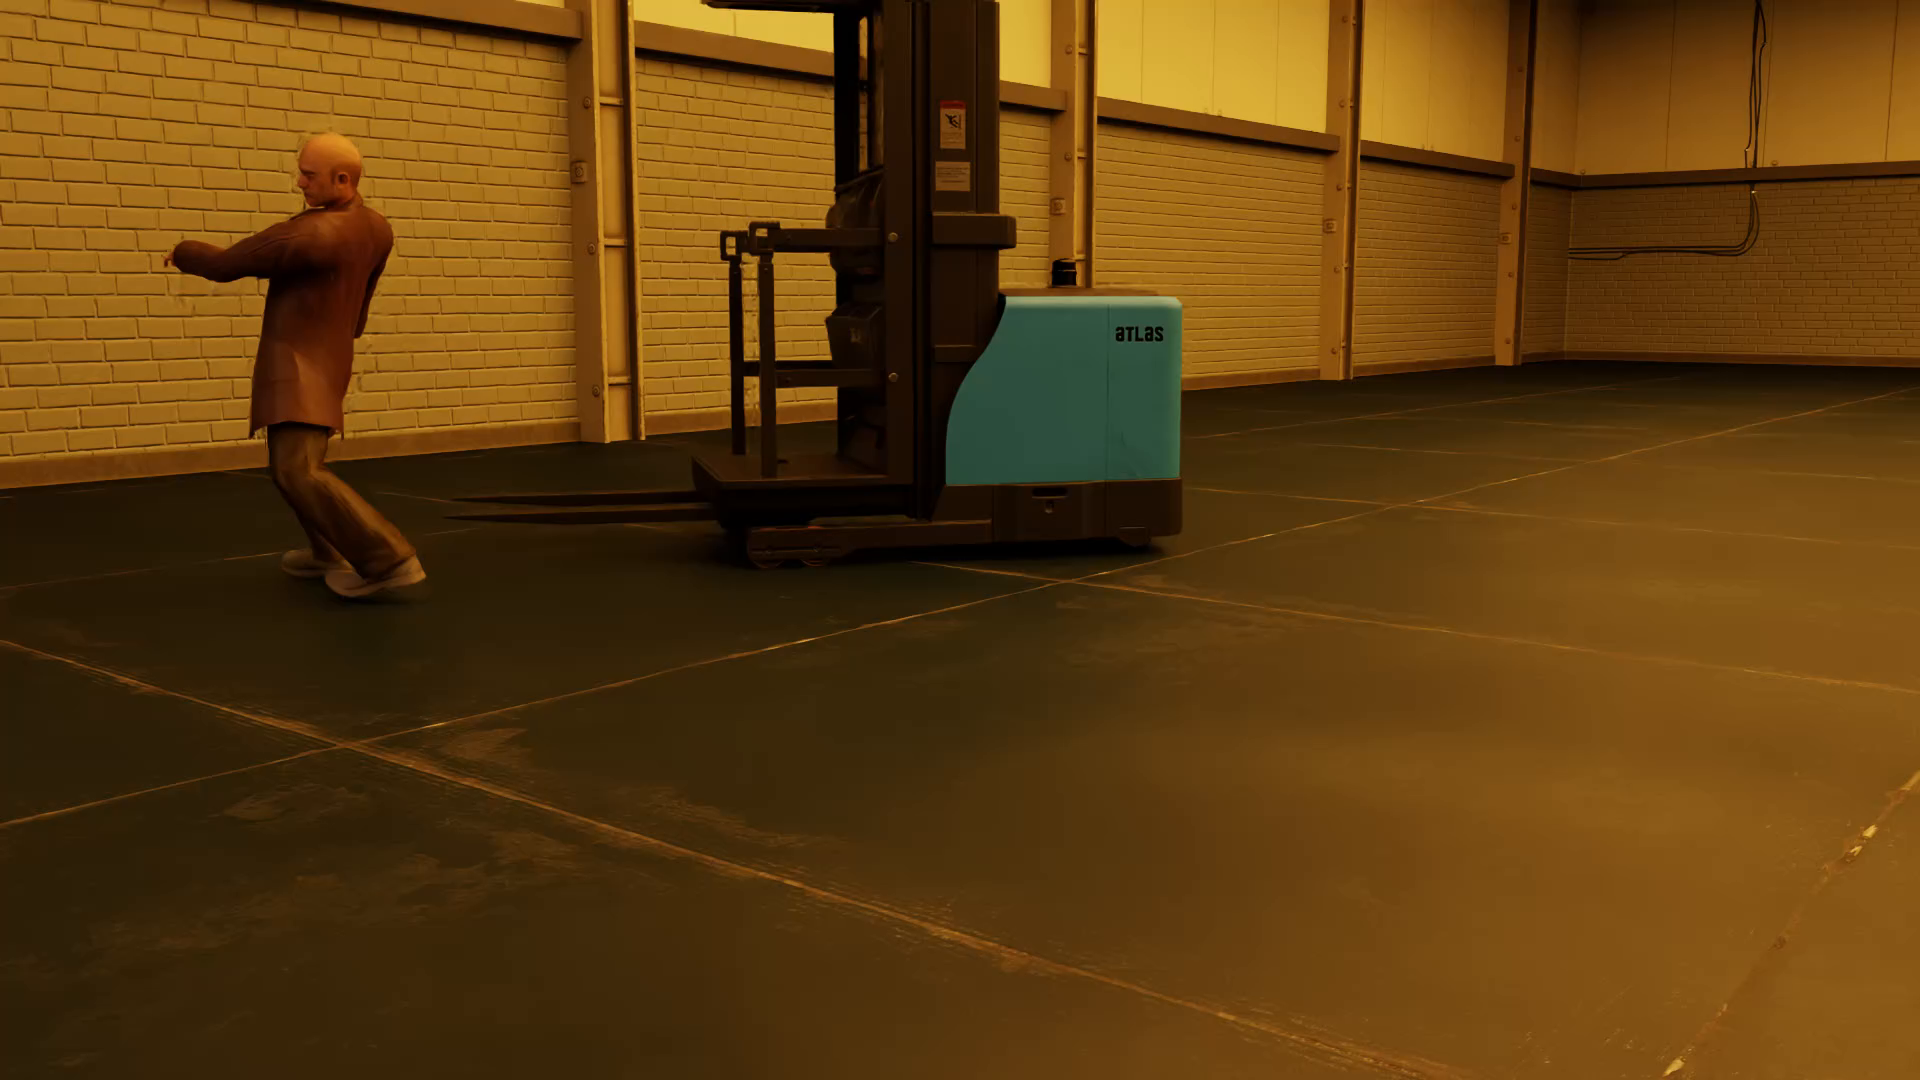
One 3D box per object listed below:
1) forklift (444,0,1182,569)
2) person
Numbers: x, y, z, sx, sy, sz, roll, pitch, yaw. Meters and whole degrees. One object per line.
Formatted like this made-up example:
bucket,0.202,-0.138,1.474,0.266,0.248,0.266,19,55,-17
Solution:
forklift,-0.626,-1.420,6.986,3.031,2.935,1.130,-2,9,-14
person,-2.392,-0.638,6.091,0.936,1.623,0.863,-1,8,-5
